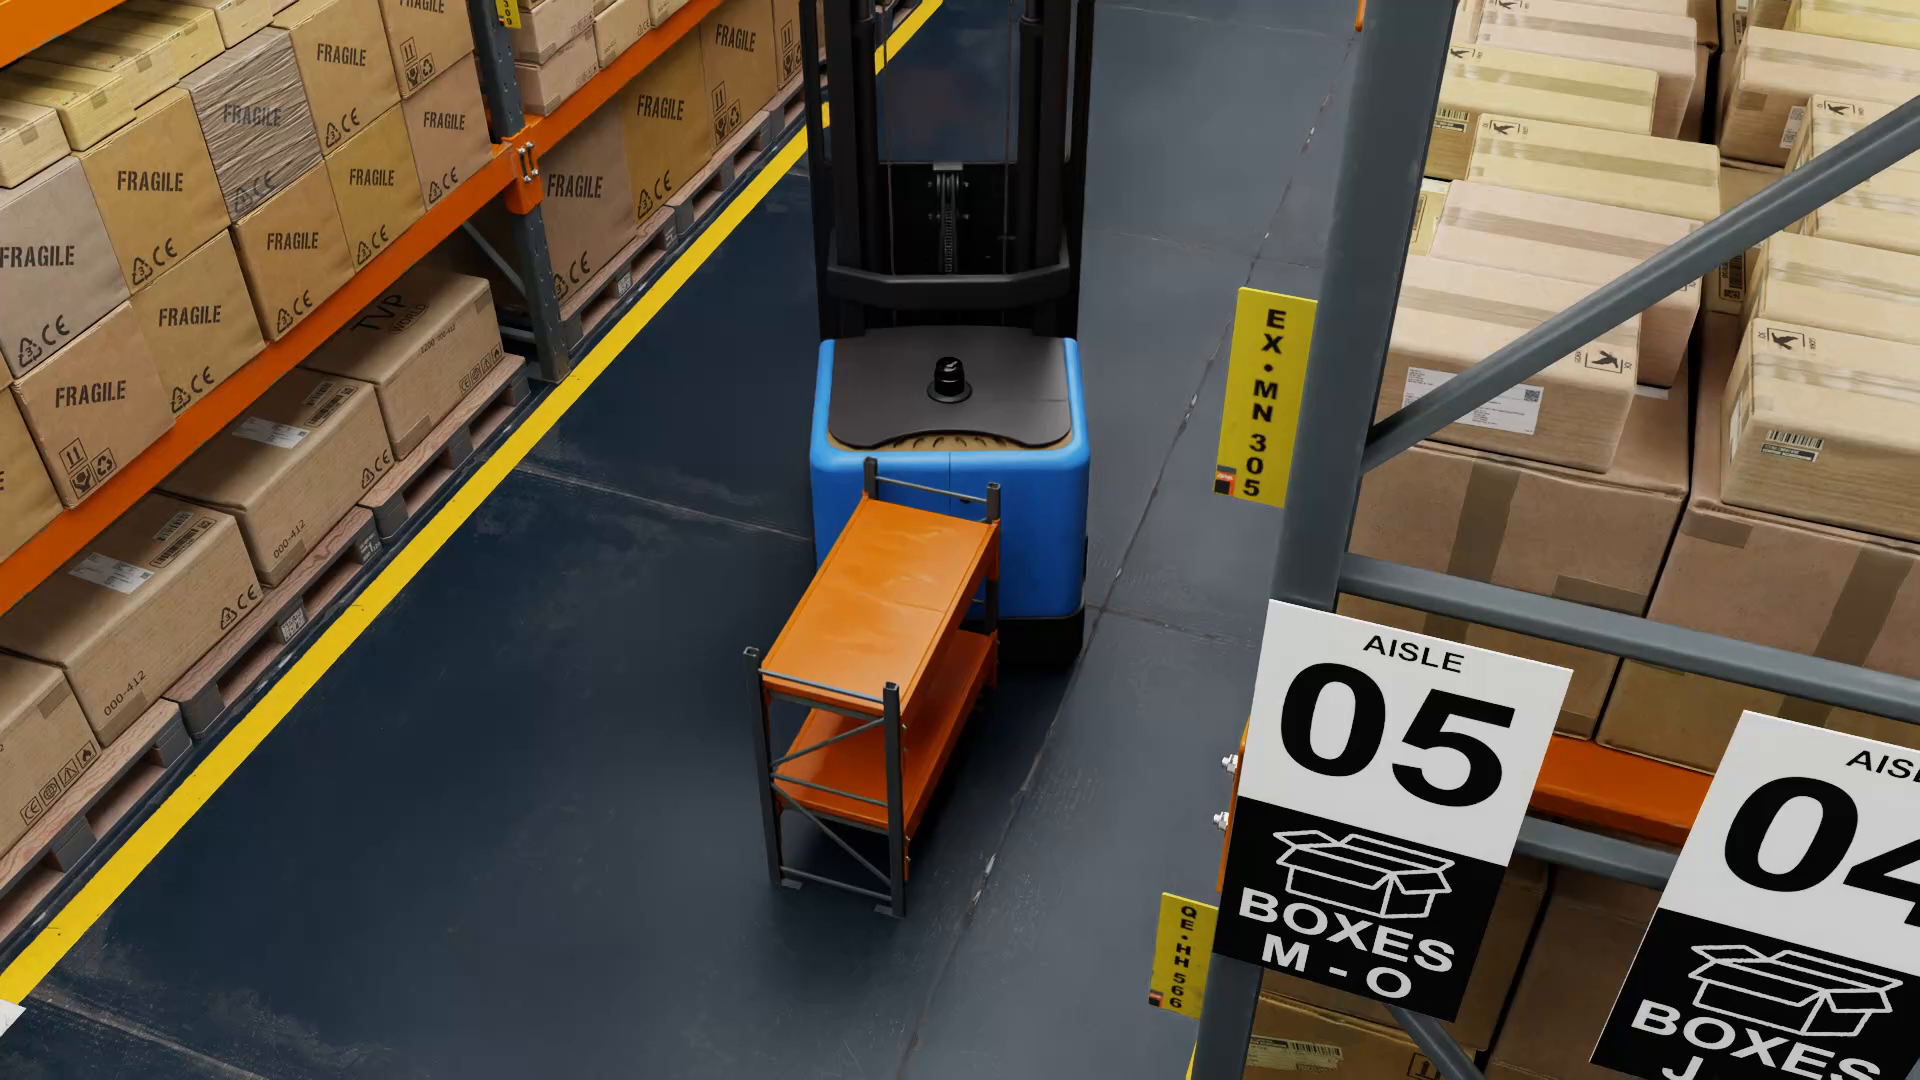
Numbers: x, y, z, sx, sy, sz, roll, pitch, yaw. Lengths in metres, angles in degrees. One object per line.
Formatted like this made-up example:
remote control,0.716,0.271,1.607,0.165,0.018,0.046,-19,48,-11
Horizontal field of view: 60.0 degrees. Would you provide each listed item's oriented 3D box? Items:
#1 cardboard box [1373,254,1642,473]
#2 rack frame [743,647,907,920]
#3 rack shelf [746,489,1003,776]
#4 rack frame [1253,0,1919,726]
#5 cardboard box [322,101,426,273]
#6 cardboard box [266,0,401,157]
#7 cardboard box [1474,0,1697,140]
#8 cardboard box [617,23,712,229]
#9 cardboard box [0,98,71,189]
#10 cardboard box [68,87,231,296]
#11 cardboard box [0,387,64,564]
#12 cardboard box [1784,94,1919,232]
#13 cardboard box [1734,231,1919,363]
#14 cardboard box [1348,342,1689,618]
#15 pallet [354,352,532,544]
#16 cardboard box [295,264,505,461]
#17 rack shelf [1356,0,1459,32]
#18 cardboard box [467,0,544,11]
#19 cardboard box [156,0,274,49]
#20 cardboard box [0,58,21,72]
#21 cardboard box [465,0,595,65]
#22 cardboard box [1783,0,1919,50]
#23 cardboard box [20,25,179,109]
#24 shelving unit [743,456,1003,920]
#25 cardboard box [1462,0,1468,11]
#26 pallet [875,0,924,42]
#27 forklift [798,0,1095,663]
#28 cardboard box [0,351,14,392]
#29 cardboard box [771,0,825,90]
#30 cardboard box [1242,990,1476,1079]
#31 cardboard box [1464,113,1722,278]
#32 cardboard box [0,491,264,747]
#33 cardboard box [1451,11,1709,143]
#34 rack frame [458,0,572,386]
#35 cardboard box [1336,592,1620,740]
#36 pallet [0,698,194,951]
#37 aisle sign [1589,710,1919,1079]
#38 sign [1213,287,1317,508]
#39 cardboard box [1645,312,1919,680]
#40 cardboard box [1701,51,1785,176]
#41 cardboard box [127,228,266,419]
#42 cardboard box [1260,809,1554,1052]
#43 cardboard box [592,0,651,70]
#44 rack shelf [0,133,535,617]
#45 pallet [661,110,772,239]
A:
cardboard box,0.746,-0.259,2.355,0.380,0.149,0.250,13,42,15
rack frame,-0.425,0.818,5.424,0.500,1.125,0.032,12,42,14
rack shelf,-0.262,0.283,5.601,0.538,0.278,1.000,12,42,14
rack frame,0.908,-0.847,1.310,1.000,3.000,0.127,13,42,15
cardboard box,-2.499,-1.425,6.532,0.500,0.500,0.500,12,42,14
cardboard box,-2.493,-1.804,6.205,0.500,0.500,0.500,13,42,14
cardboard box,1.141,-0.871,3.072,0.380,0.149,0.250,12,42,14
cardboard box,-1.972,-2.342,8.997,0.875,0.875,0.875,14,43,16
cardboard box,-2.939,-1.210,5.011,0.380,0.149,0.250,14,42,15
cardboard box,-2.838,-1.187,5.483,0.500,0.500,0.500,13,42,15
cardboard box,-3.197,-0.184,5.078,0.500,0.500,0.500,13,42,14
cardboard box,1.582,-0.587,2.739,0.380,0.149,0.250,14,42,16
cardboard box,1.337,-0.290,2.390,0.380,0.149,0.250,15,43,17
cardboard box,0.827,-0.177,2.565,0.500,0.250,0.500,12,42,14
pallet,-2.744,-0.535,7.714,1.003,0.211,1.213,13,42,15
cardboard box,-2.726,-0.868,7.607,0.875,0.438,0.875,13,42,14
rack shelf,1.592,-1.792,2.974,1.077,0.370,4.000,13,42,15
cardboard box,-1.990,-2.665,7.215,0.500,0.500,0.500,14,42,16
cardboard box,-2.625,-1.843,5.752,0.380,0.149,0.250,13,42,15
cardboard box,-3.301,-1.647,5.523,0.380,0.149,0.250,13,42,15
cardboard box,-1.995,-2.381,7.460,0.500,0.250,0.500,12,42,14
cardboard box,1.750,-0.907,3.115,0.380,0.149,0.250,15,43,16
cardboard box,-2.783,-1.530,5.385,0.380,0.149,0.250,13,42,15
shelving unit,-0.262,0.506,5.791,0.538,1.125,1.048,12,42,14
cardboard box,1.526,-1.432,4.037,0.500,0.250,0.500,14,42,16
pallet,-0.774,-3.897,11.655,1.003,0.211,1.213,13,42,15
forklift,-0.052,-1.555,6.814,1.130,2.935,3.031,0,40,0
cardboard box,-3.176,-0.567,4.756,0.500,0.500,0.500,12,42,14
cardboard box,-1.357,-3.430,10.273,0.875,0.875,0.875,13,42,15
cardboard box,0.820,0.952,3.516,0.500,0.500,0.500,14,42,16
cardboard box,1.009,-0.544,2.689,0.380,0.149,0.250,12,42,14
cardboard box,-3.341,0.228,6.322,0.875,0.438,0.875,14,43,16
cardboard box,1.178,-0.801,3.297,0.500,0.250,0.500,14,42,16
rack frame,-2.410,-2.042,7.332,1.000,3.000,0.127,13,42,15
cardboard box,0.815,0.015,2.726,0.500,0.250,0.500,12,42,14
pallet,-3.578,0.954,5.970,1.003,0.211,1.213,13,42,15
aisle sign,1.165,0.557,2.283,0.394,0.787,0.004,13,42,15
sign,0.393,-0.179,2.155,0.100,0.325,0.005,13,42,15
cardboard box,1.306,-0.056,2.423,0.500,0.250,0.500,14,42,16
cardboard box,1.664,-0.674,3.148,0.500,0.250,0.500,14,42,16
cardboard box,-2.851,-0.799,5.799,0.500,0.500,0.500,15,43,17
cardboard box,0.831,0.569,3.195,0.500,0.500,0.500,12,42,14
cardboard box,-1.836,-2.511,7.997,0.500,0.250,0.500,12,42,14
rack shelf,-3.094,-0.548,6.136,1.077,0.370,4.000,13,42,15
pallet,-1.802,-2.215,9.684,1.003,0.211,1.213,13,42,15
